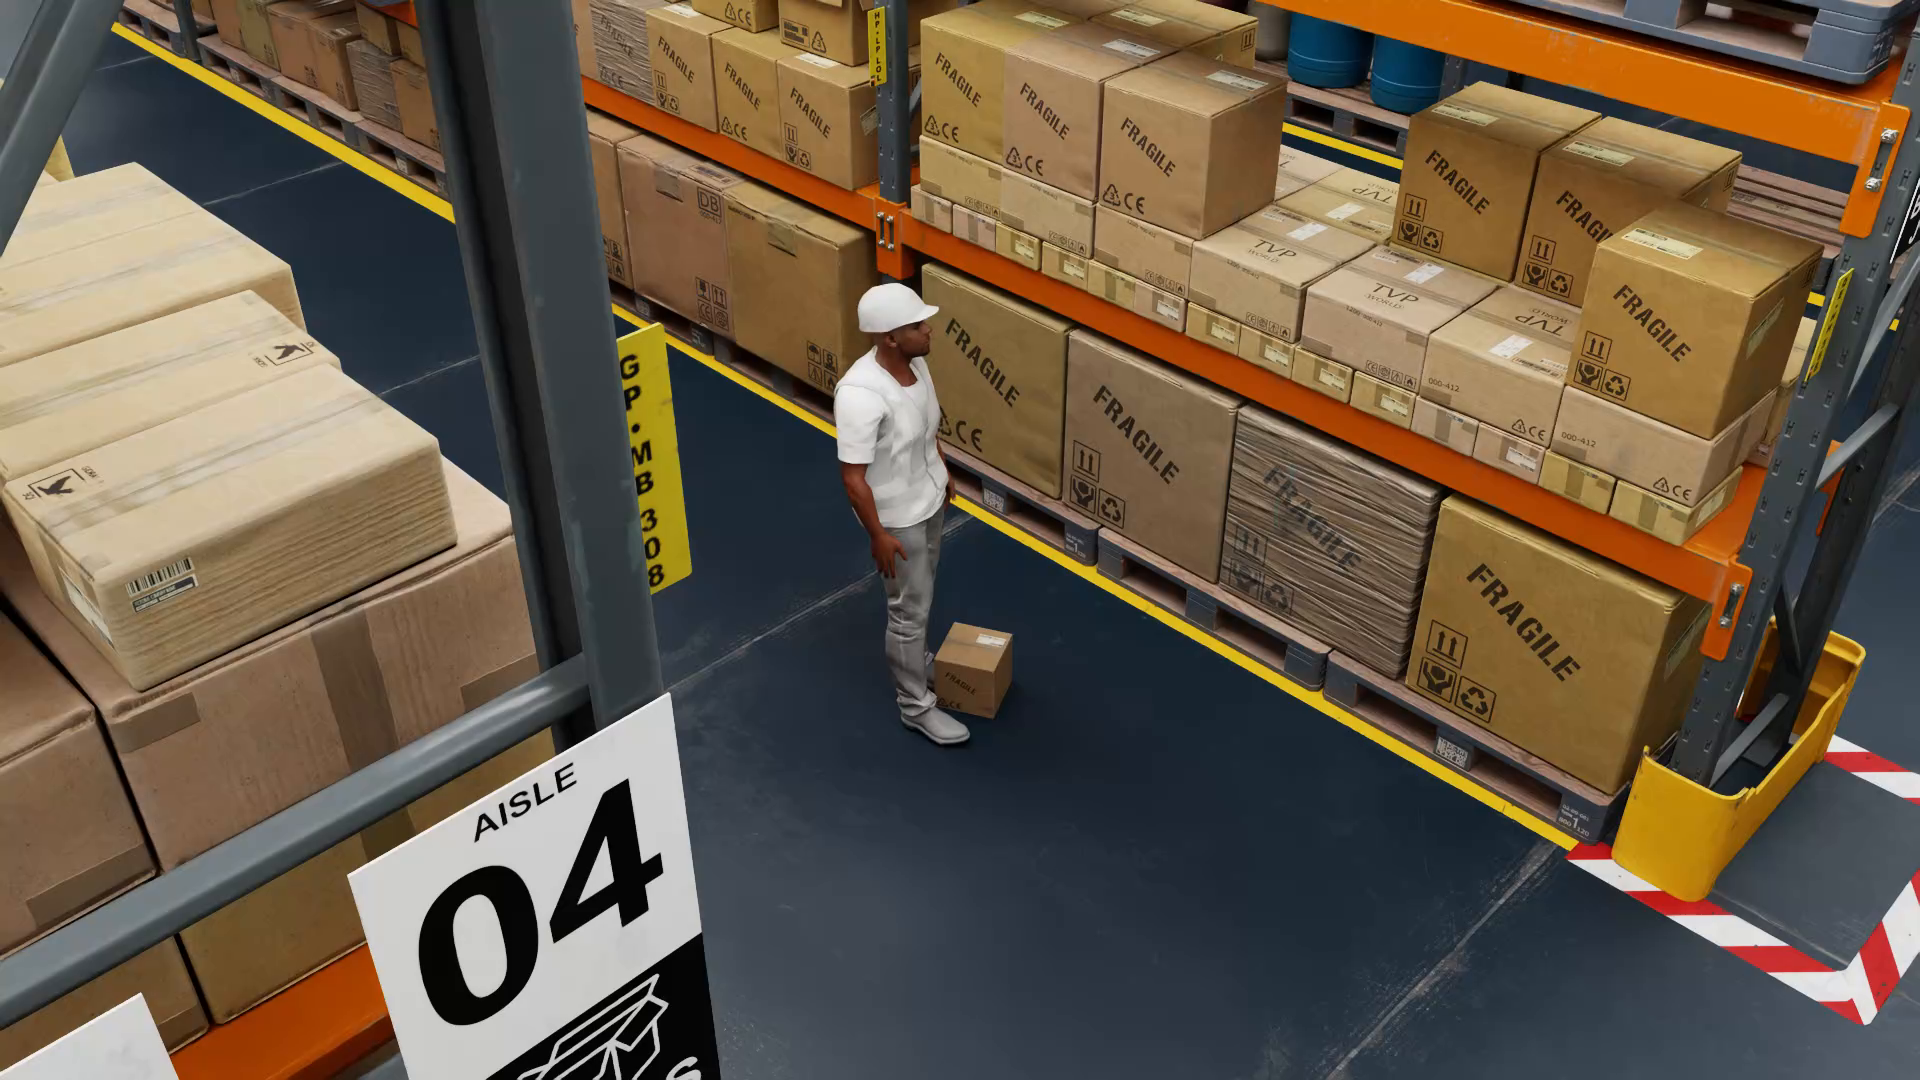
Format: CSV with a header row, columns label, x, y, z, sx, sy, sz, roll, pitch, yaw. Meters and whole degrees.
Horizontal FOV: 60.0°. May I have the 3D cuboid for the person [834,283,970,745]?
label,x,y,z,sx,sy,sz,roll,pitch,yaw
person,-0.143,-0.125,6.286,0.578,1.765,0.666,12,37,17
